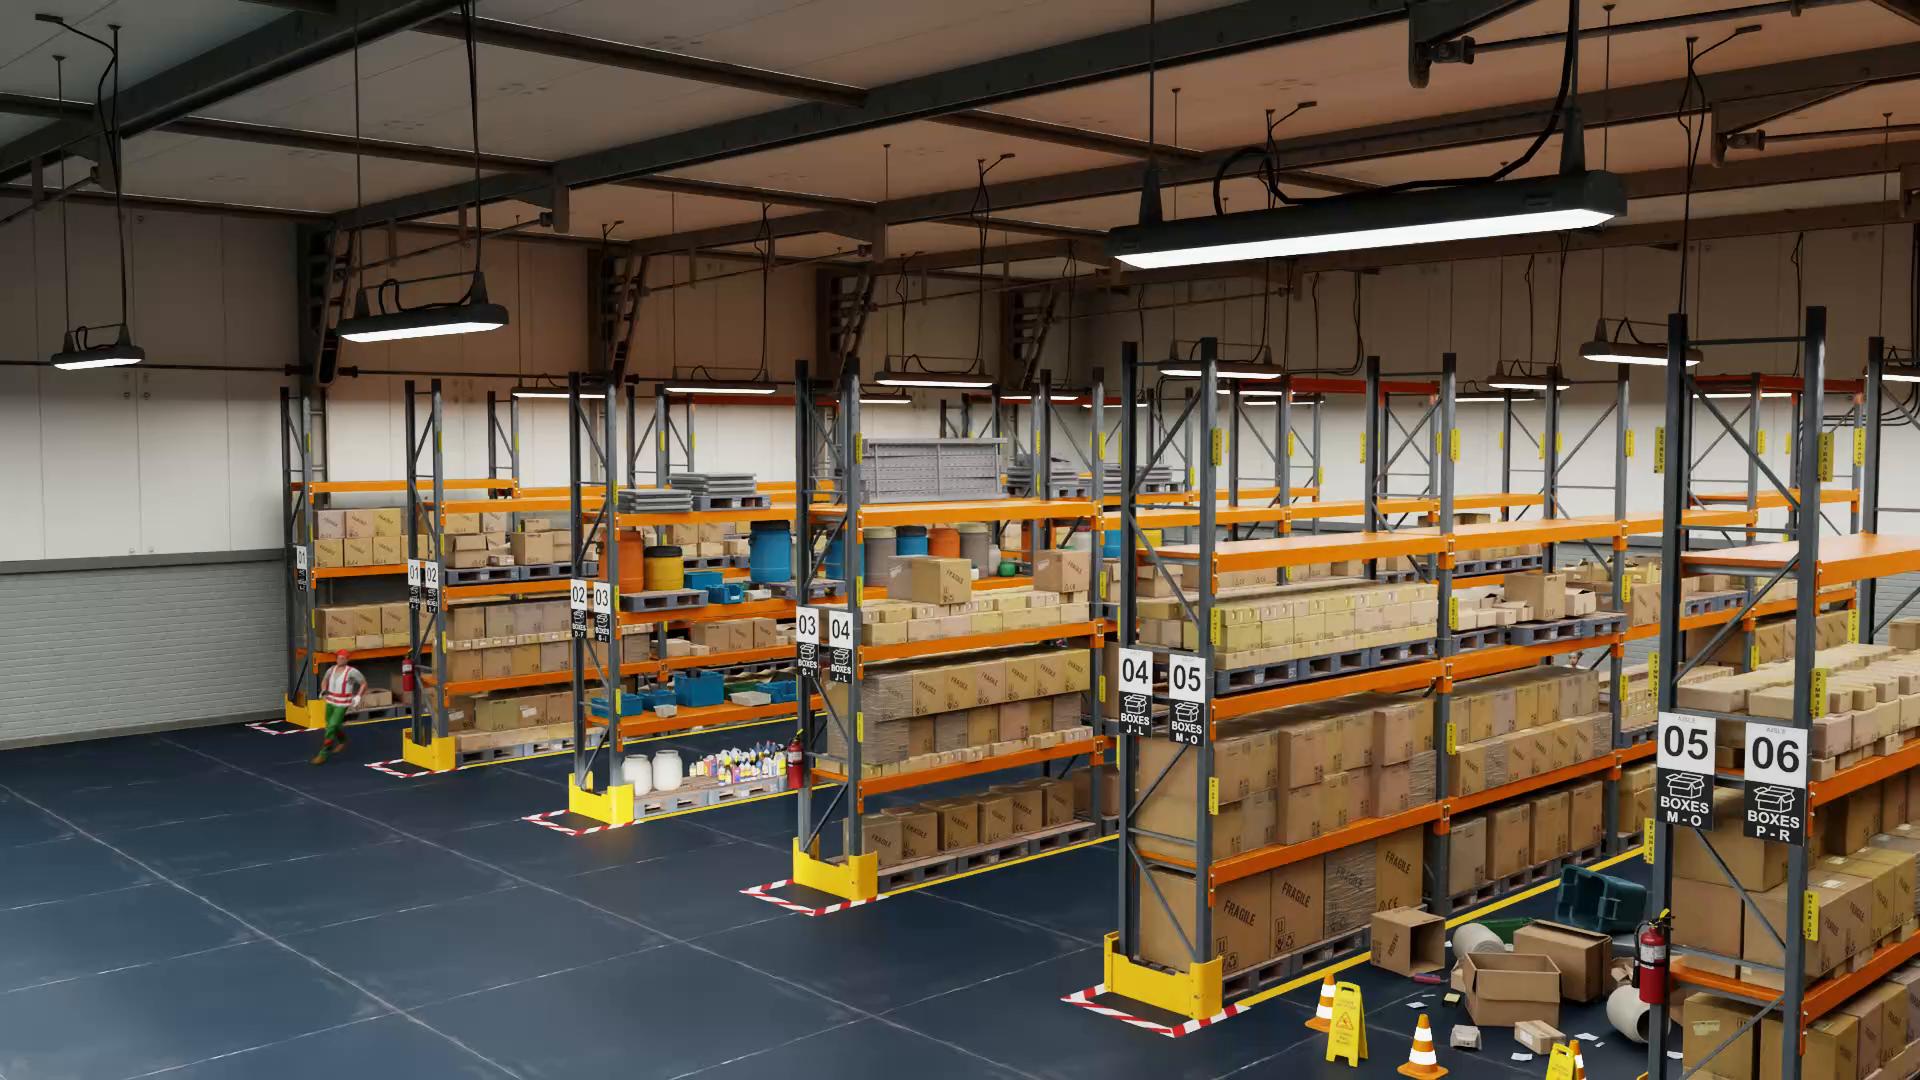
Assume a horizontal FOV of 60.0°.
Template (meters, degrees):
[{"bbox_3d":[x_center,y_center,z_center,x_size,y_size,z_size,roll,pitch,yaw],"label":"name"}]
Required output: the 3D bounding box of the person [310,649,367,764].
[{"bbox_3d":[-9.792,2.593,26.213,0.717,1.756,0.985,1,4,18],"label":"person"}]

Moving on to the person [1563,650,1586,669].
[{"bbox_3d":[9.978,2.594,27.156,0.593,1.647,0.526,2,4,34],"label":"person"}]
